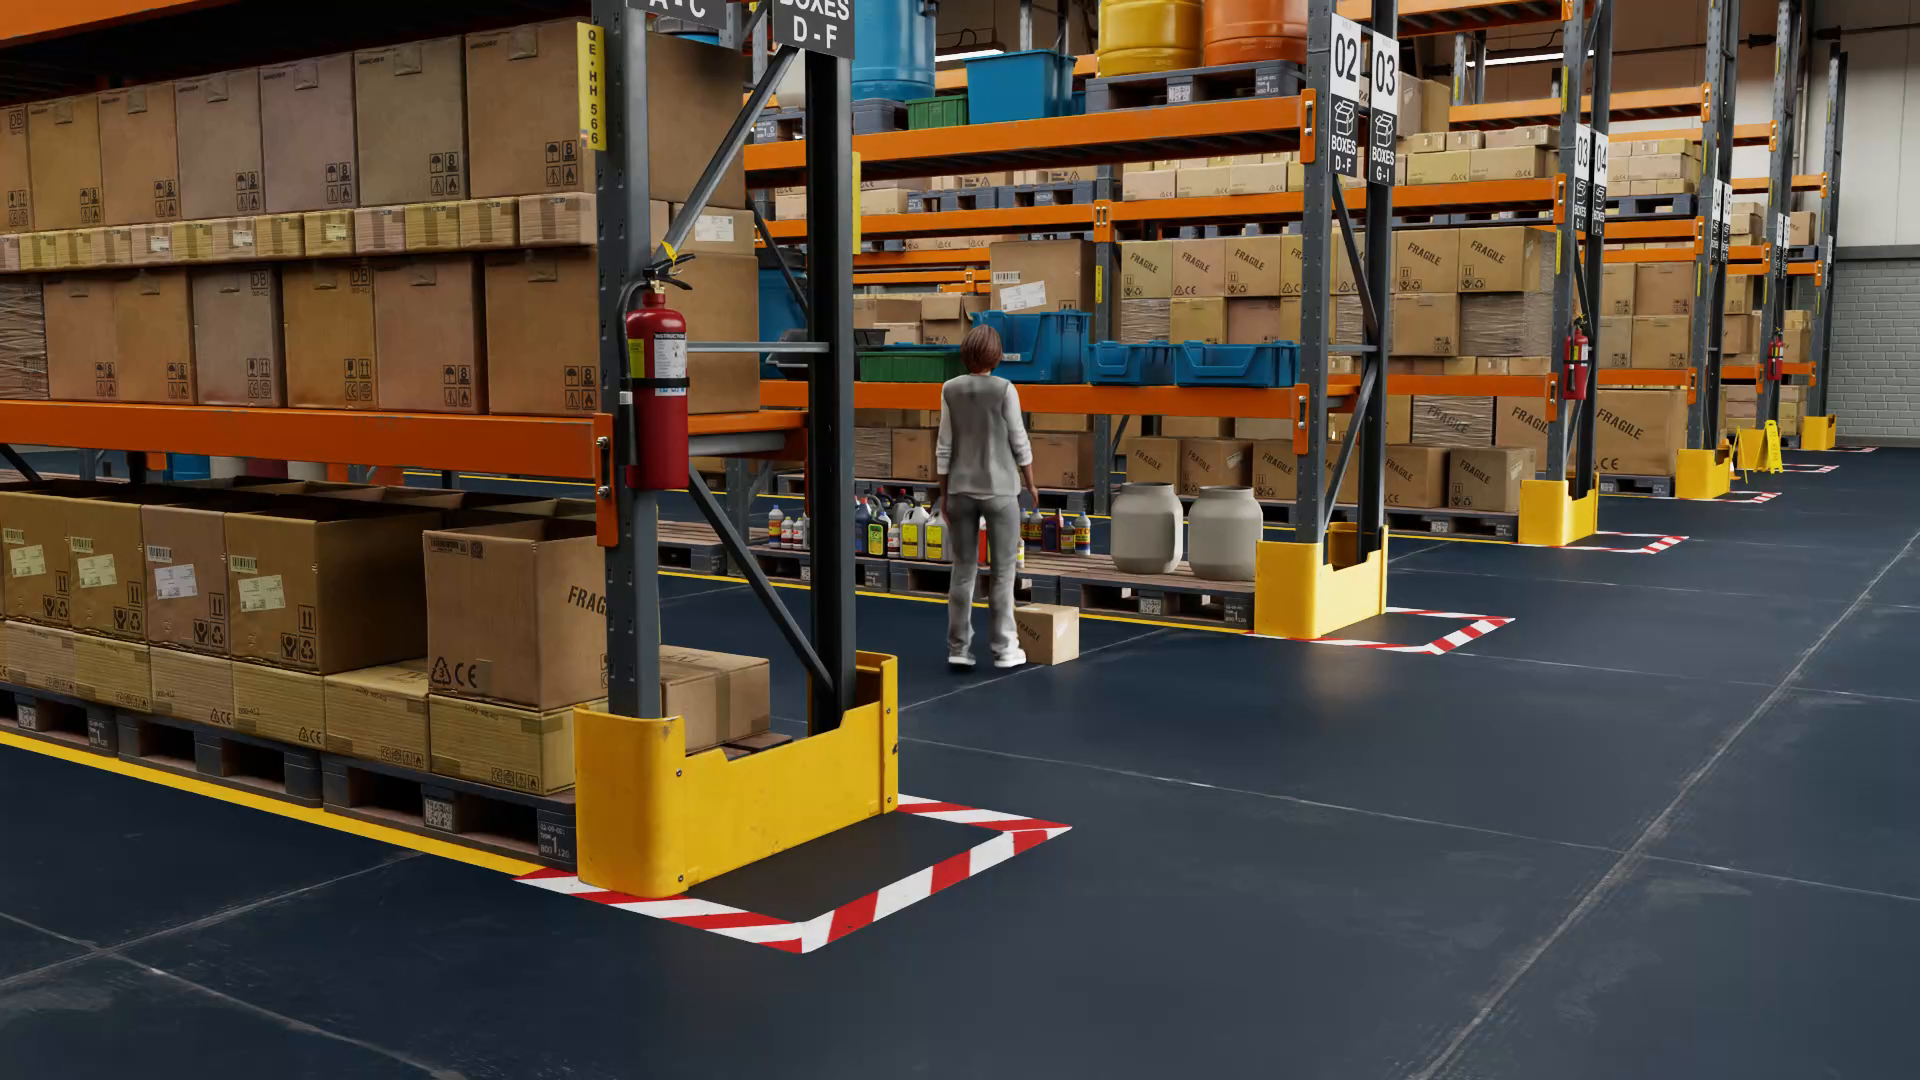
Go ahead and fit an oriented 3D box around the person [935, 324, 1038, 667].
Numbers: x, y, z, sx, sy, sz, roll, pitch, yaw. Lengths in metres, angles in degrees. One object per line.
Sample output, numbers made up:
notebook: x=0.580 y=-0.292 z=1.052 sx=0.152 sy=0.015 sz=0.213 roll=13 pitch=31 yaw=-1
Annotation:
person: x=0.131 y=-0.187 z=7.747 sx=0.431 sy=1.621 sz=0.413 roll=3 pitch=7 yaw=22
